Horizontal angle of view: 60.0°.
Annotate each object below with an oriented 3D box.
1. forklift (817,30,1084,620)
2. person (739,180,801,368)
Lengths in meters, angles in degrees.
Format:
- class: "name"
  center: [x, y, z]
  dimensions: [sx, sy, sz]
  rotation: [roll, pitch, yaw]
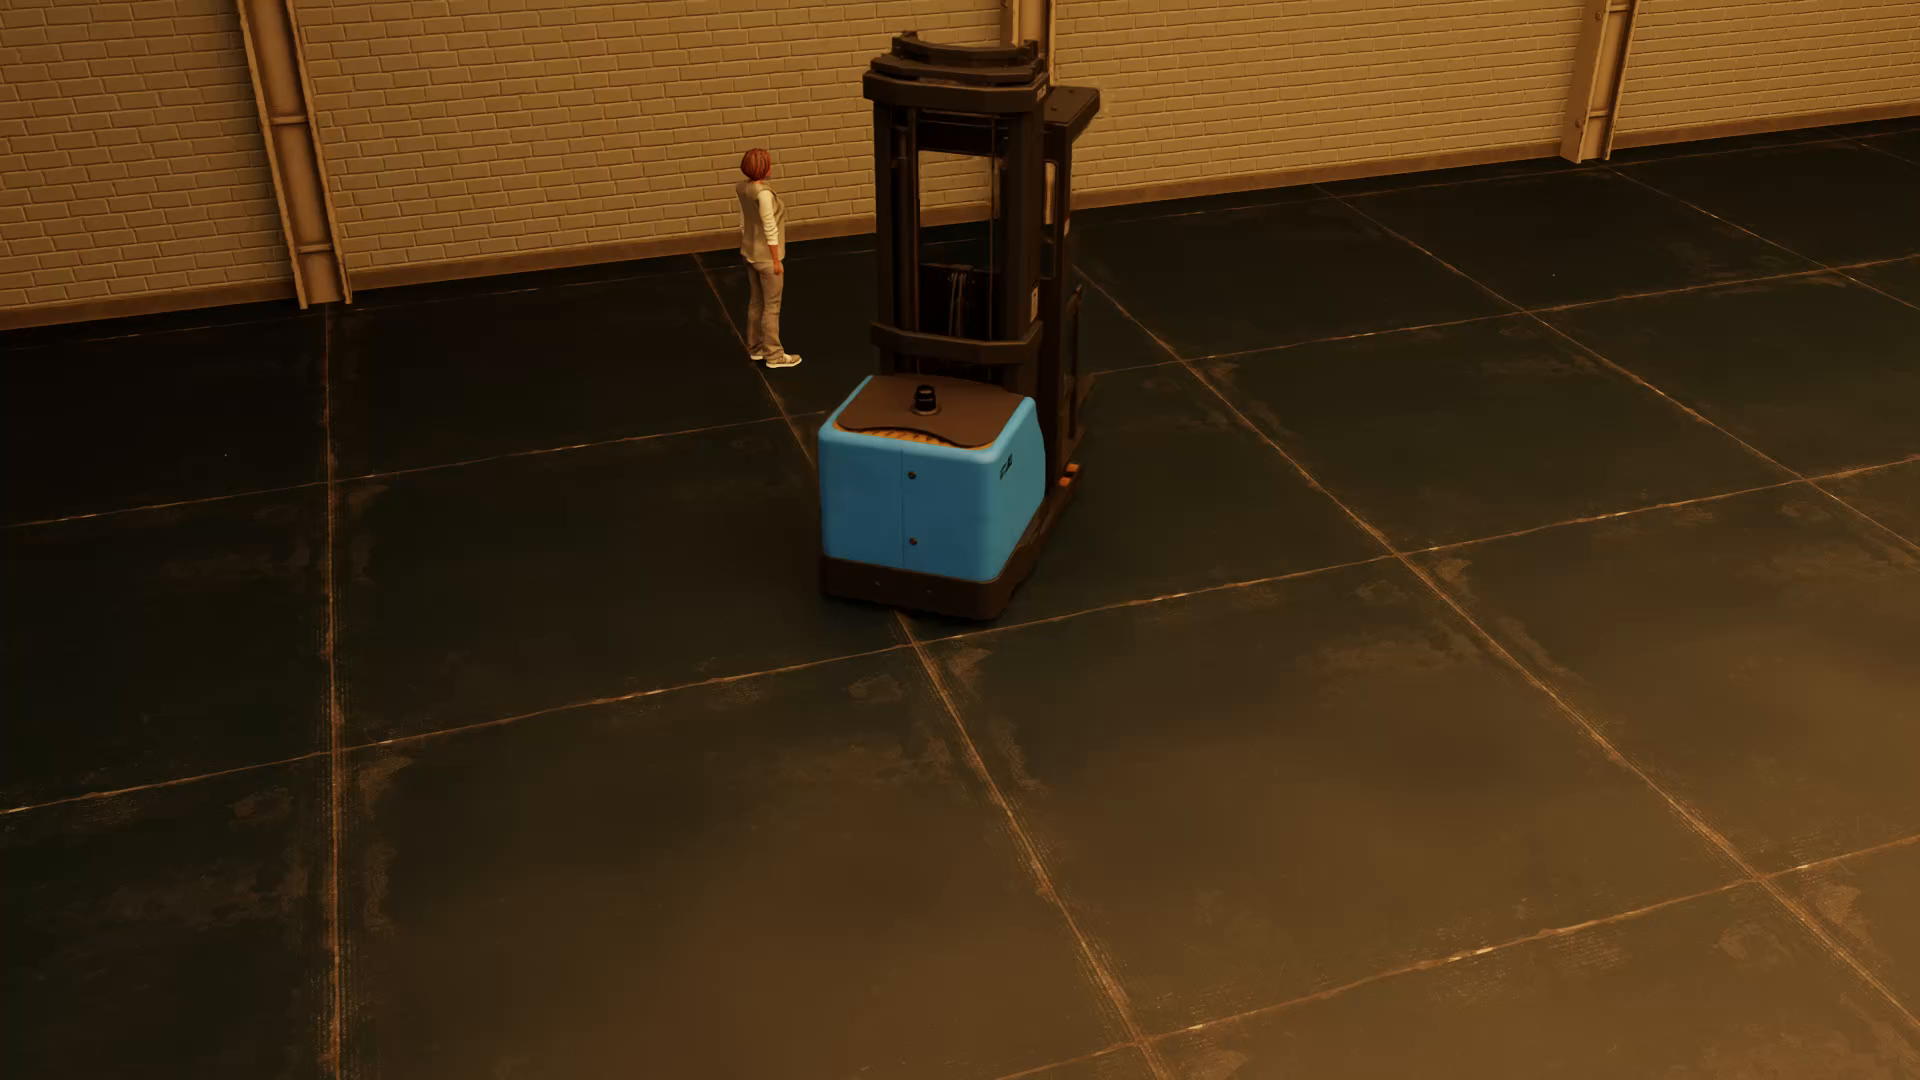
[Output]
- class: "forklift"
  center: [0.154, -1.552, 9.785]
  dimensions: [1.130, 2.935, 3.031]
  rotation: [9, 31, 15]
- class: "person"
  center: [-1.401, -1.920, 12.012]
  dimensions: [0.312, 1.351, 0.405]
  rotation: [-21, 36, -32]
